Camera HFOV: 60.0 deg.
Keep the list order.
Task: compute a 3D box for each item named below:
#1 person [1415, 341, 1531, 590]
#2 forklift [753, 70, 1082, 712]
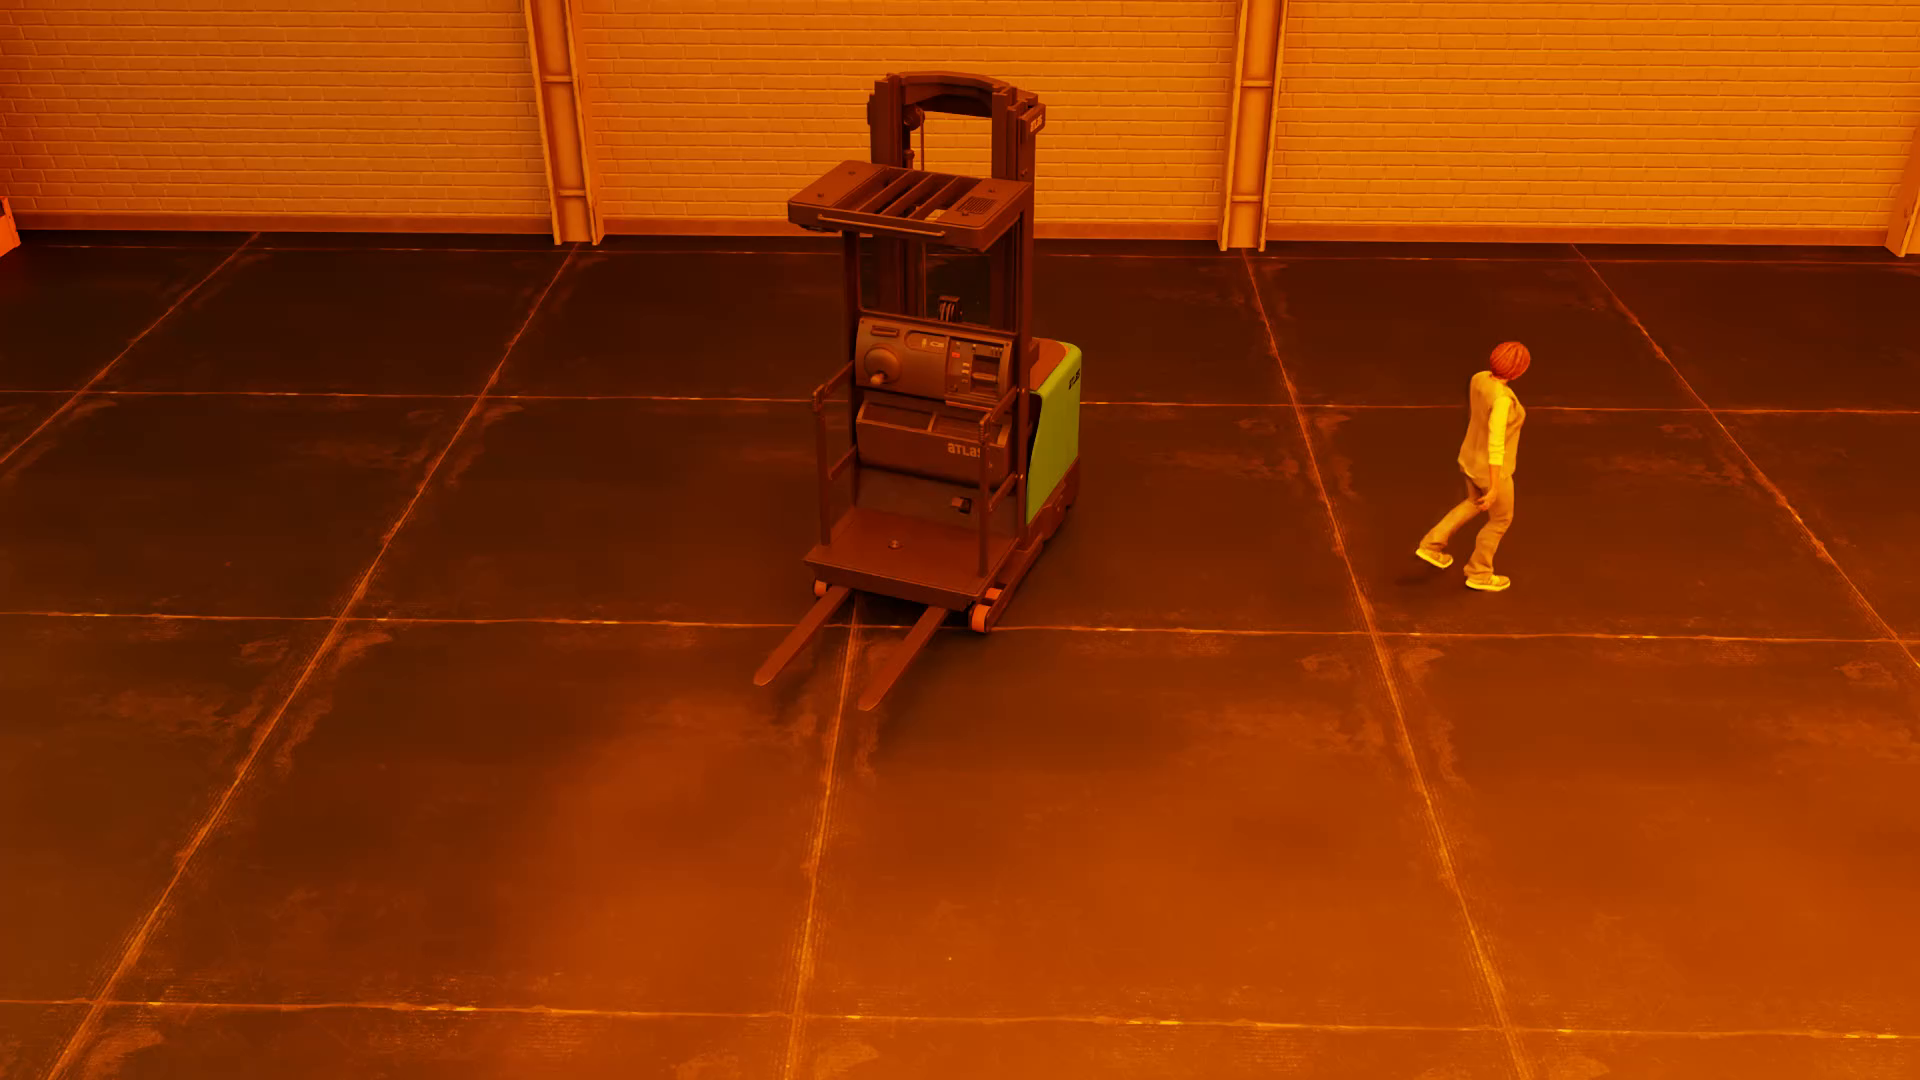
[{"bbox_3d":[3.051,-0.417,9.663,0.587,1.579,0.687,-6,31,-10],"label":"person"},{"bbox_3d":[-0.230,-0.966,9.252,1.130,2.935,3.031,11,32,18],"label":"forklift"}]
